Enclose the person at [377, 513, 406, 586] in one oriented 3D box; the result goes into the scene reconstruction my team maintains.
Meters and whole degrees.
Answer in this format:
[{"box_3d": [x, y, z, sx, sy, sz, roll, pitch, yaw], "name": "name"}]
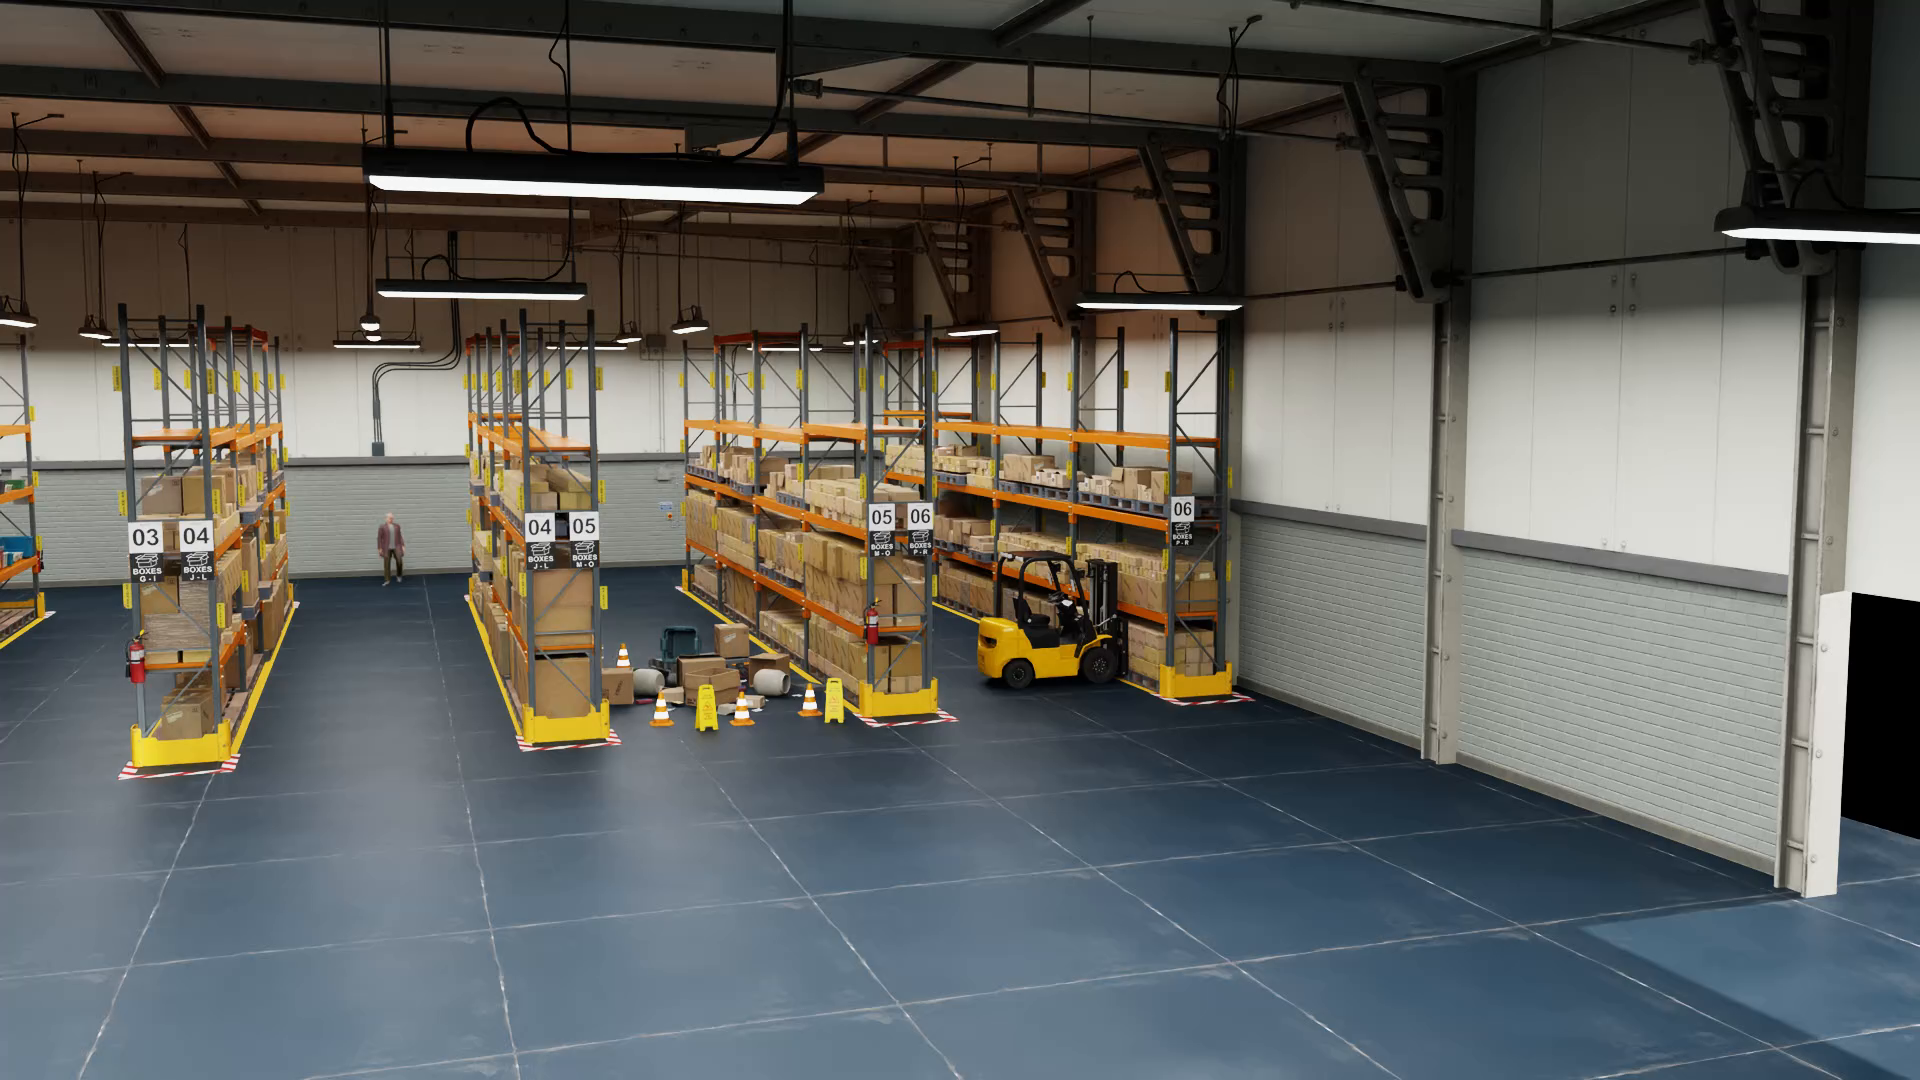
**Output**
[{"box_3d": [-14.094, 0.225, 41.219, 0.667, 1.790, 0.643, -2, 6, -22], "name": "person"}]
